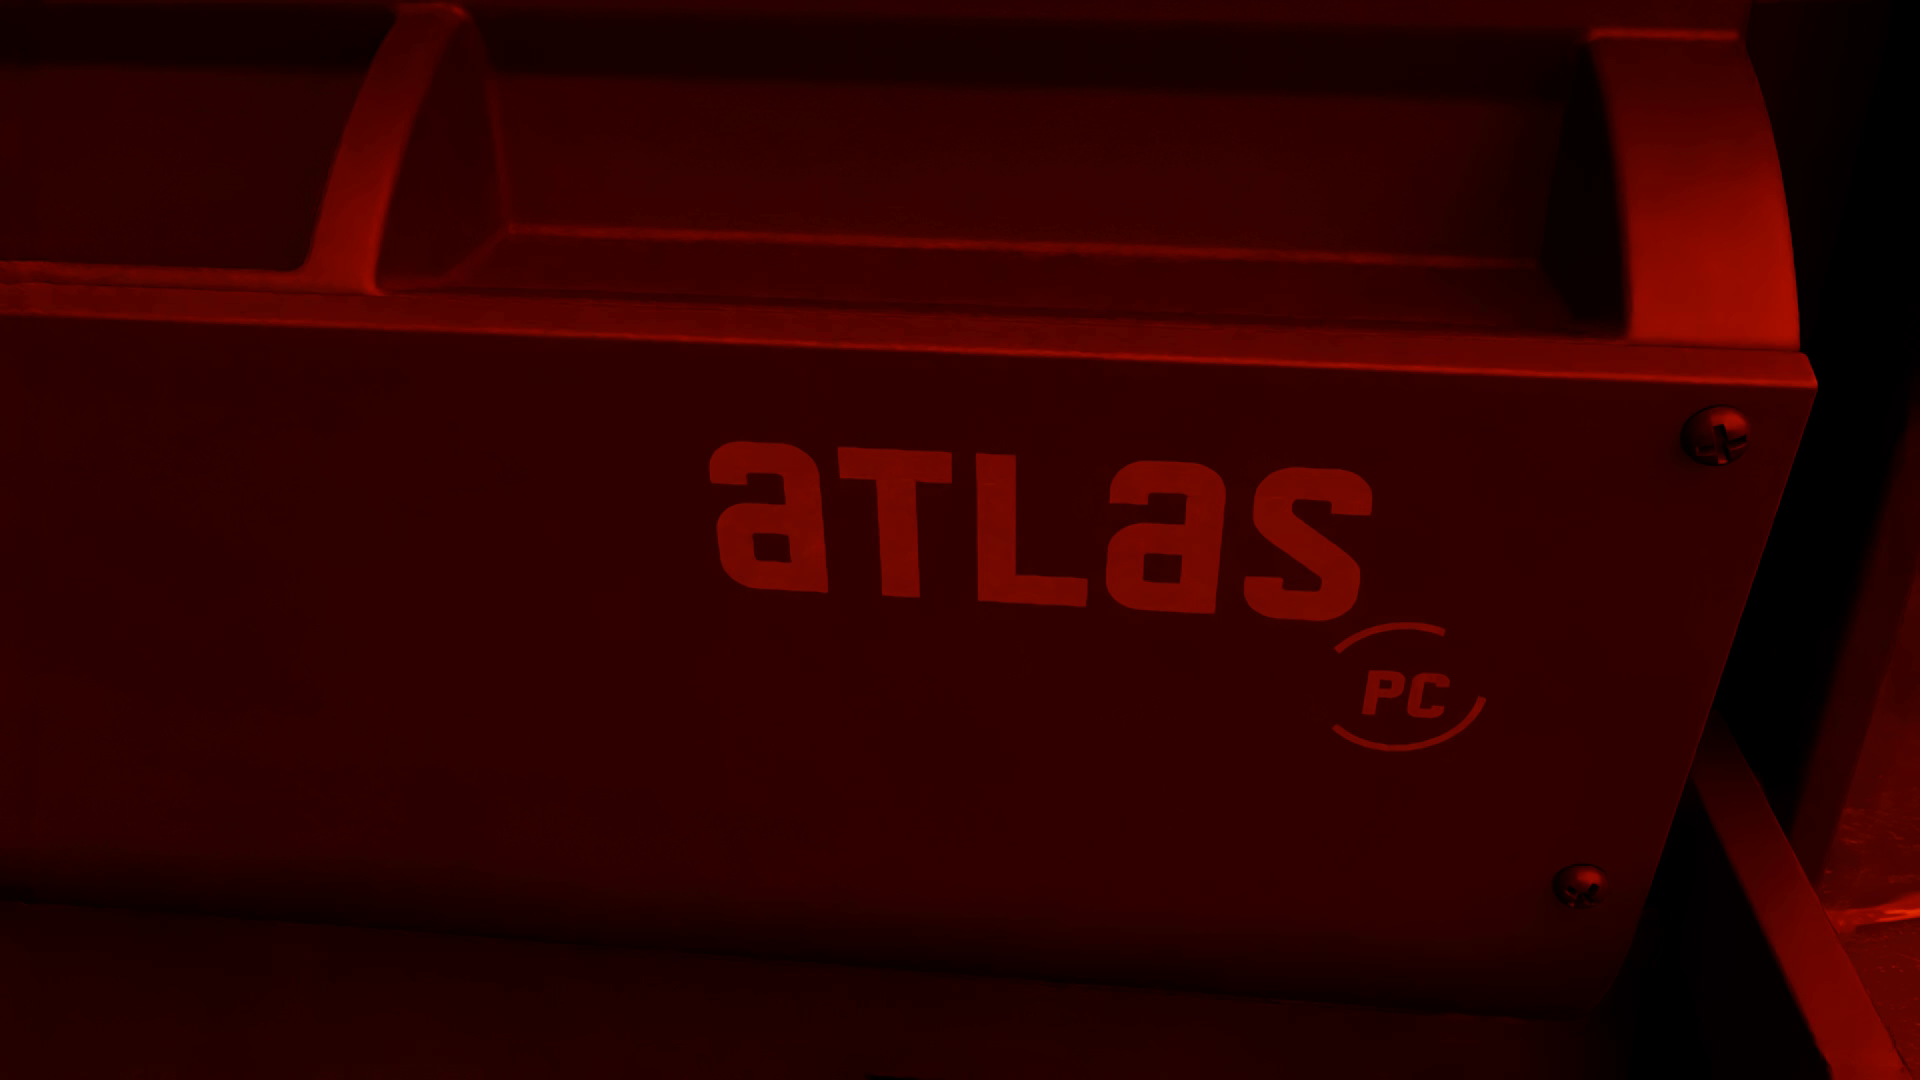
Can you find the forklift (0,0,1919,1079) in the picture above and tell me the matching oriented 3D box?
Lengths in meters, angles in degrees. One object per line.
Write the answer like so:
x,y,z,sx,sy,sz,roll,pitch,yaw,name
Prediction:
-0.218,-0.437,0.195,1.130,2.935,3.031,3,28,6,forklift
